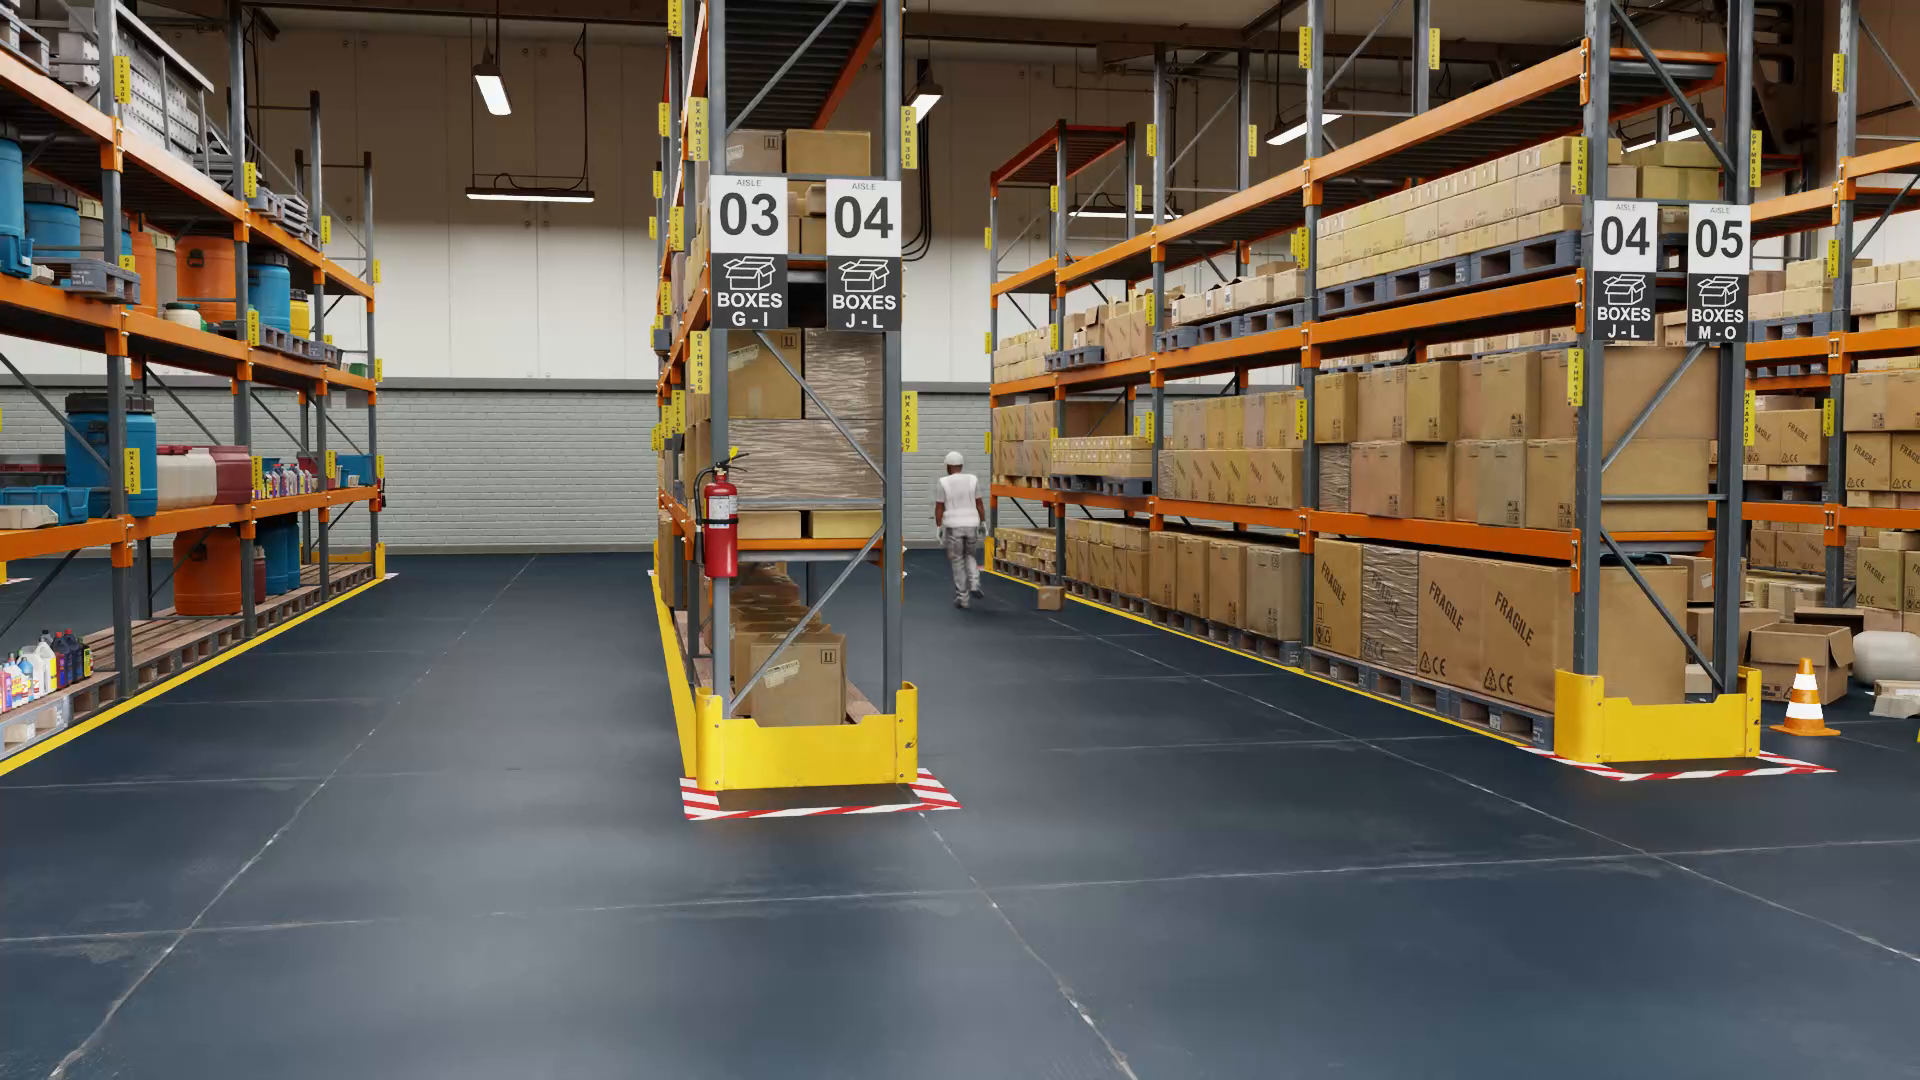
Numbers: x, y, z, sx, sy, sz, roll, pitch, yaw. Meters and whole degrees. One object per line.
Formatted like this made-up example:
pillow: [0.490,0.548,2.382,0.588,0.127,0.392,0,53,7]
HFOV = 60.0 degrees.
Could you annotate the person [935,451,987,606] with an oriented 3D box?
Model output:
person: [-0.003,-0.136,19.173,0.597,1.768,0.469,-1,3,-21]
